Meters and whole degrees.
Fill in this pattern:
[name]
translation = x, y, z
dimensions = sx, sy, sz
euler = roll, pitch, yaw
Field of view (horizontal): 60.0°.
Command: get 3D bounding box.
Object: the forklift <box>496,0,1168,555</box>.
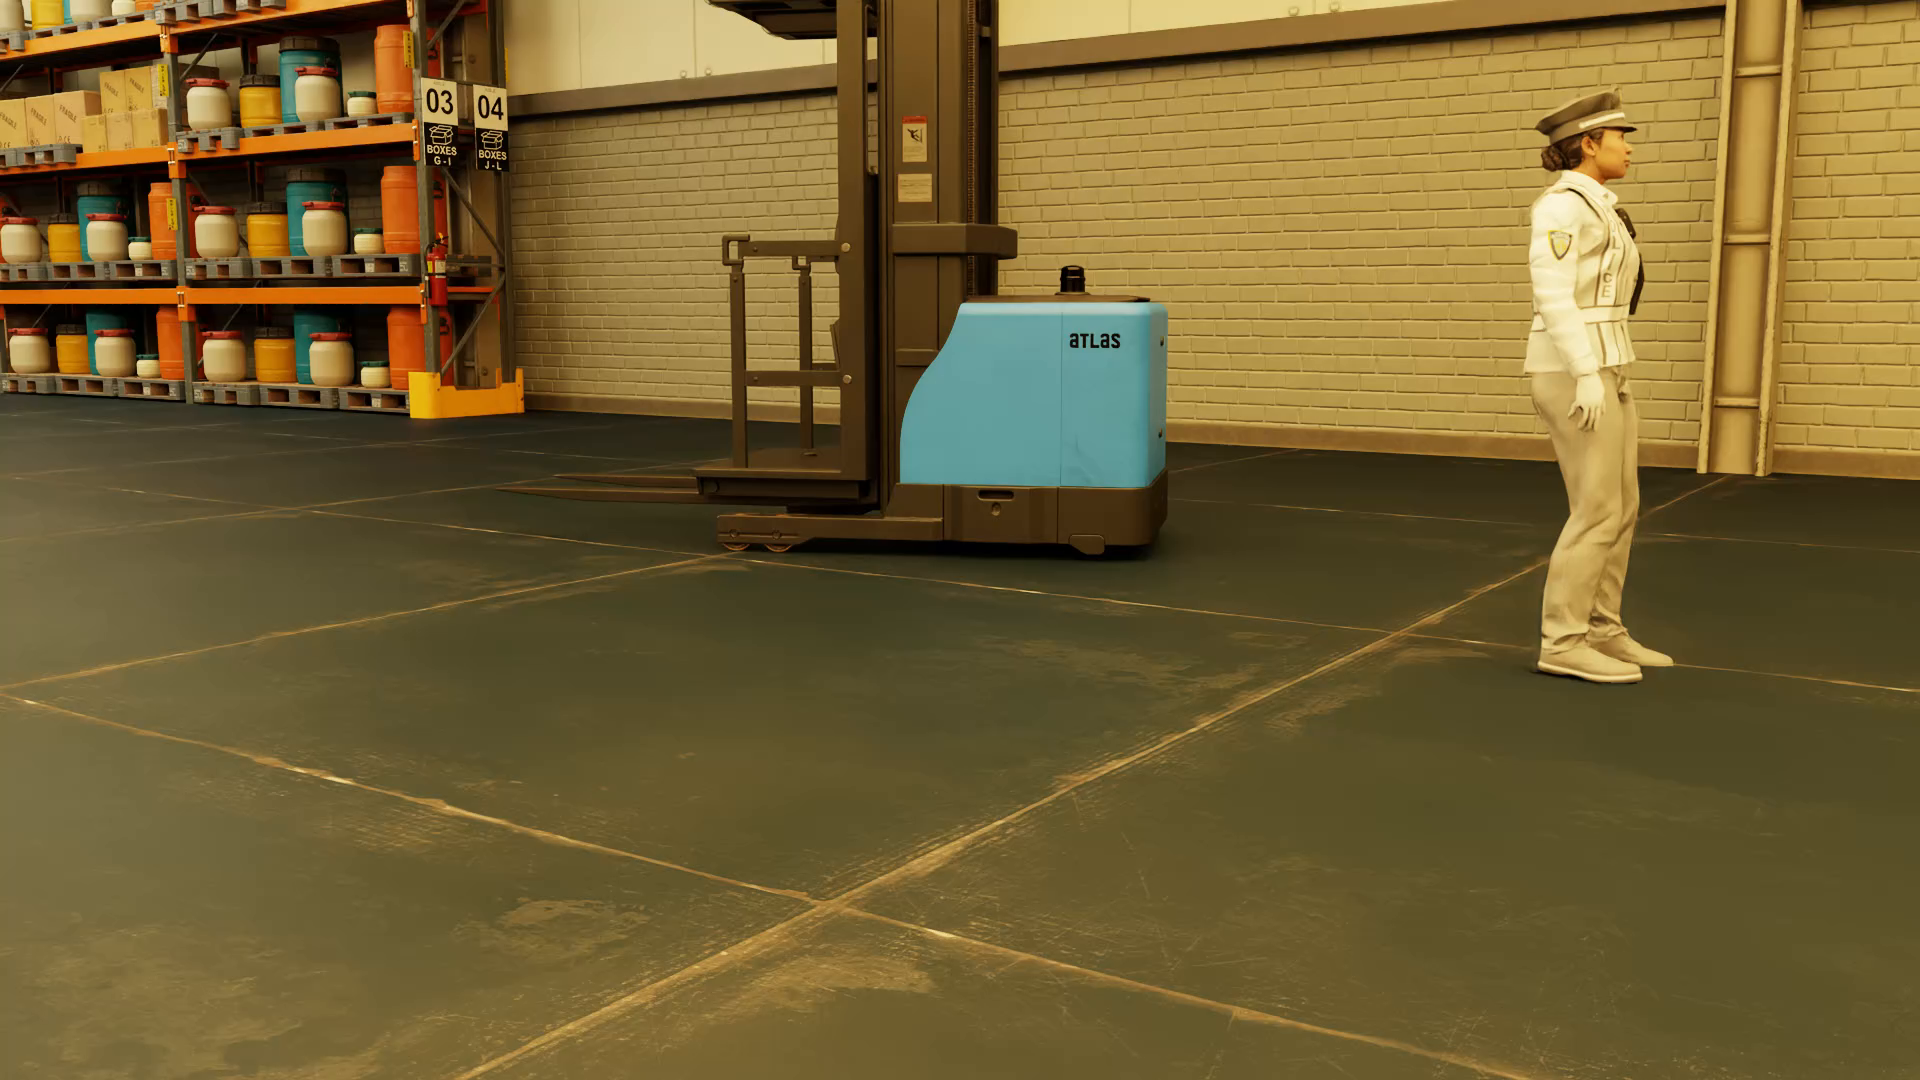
[forklift]
translation = -0.596, -1.469, 7.520
dimensions = 3.031, 2.935, 1.130
euler = 2, 8, 12

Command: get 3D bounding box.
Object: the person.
[person]
translation = 1.867, -0.446, 4.836
dimensions = 0.449, 1.712, 0.568
euler = 5, 9, 30
